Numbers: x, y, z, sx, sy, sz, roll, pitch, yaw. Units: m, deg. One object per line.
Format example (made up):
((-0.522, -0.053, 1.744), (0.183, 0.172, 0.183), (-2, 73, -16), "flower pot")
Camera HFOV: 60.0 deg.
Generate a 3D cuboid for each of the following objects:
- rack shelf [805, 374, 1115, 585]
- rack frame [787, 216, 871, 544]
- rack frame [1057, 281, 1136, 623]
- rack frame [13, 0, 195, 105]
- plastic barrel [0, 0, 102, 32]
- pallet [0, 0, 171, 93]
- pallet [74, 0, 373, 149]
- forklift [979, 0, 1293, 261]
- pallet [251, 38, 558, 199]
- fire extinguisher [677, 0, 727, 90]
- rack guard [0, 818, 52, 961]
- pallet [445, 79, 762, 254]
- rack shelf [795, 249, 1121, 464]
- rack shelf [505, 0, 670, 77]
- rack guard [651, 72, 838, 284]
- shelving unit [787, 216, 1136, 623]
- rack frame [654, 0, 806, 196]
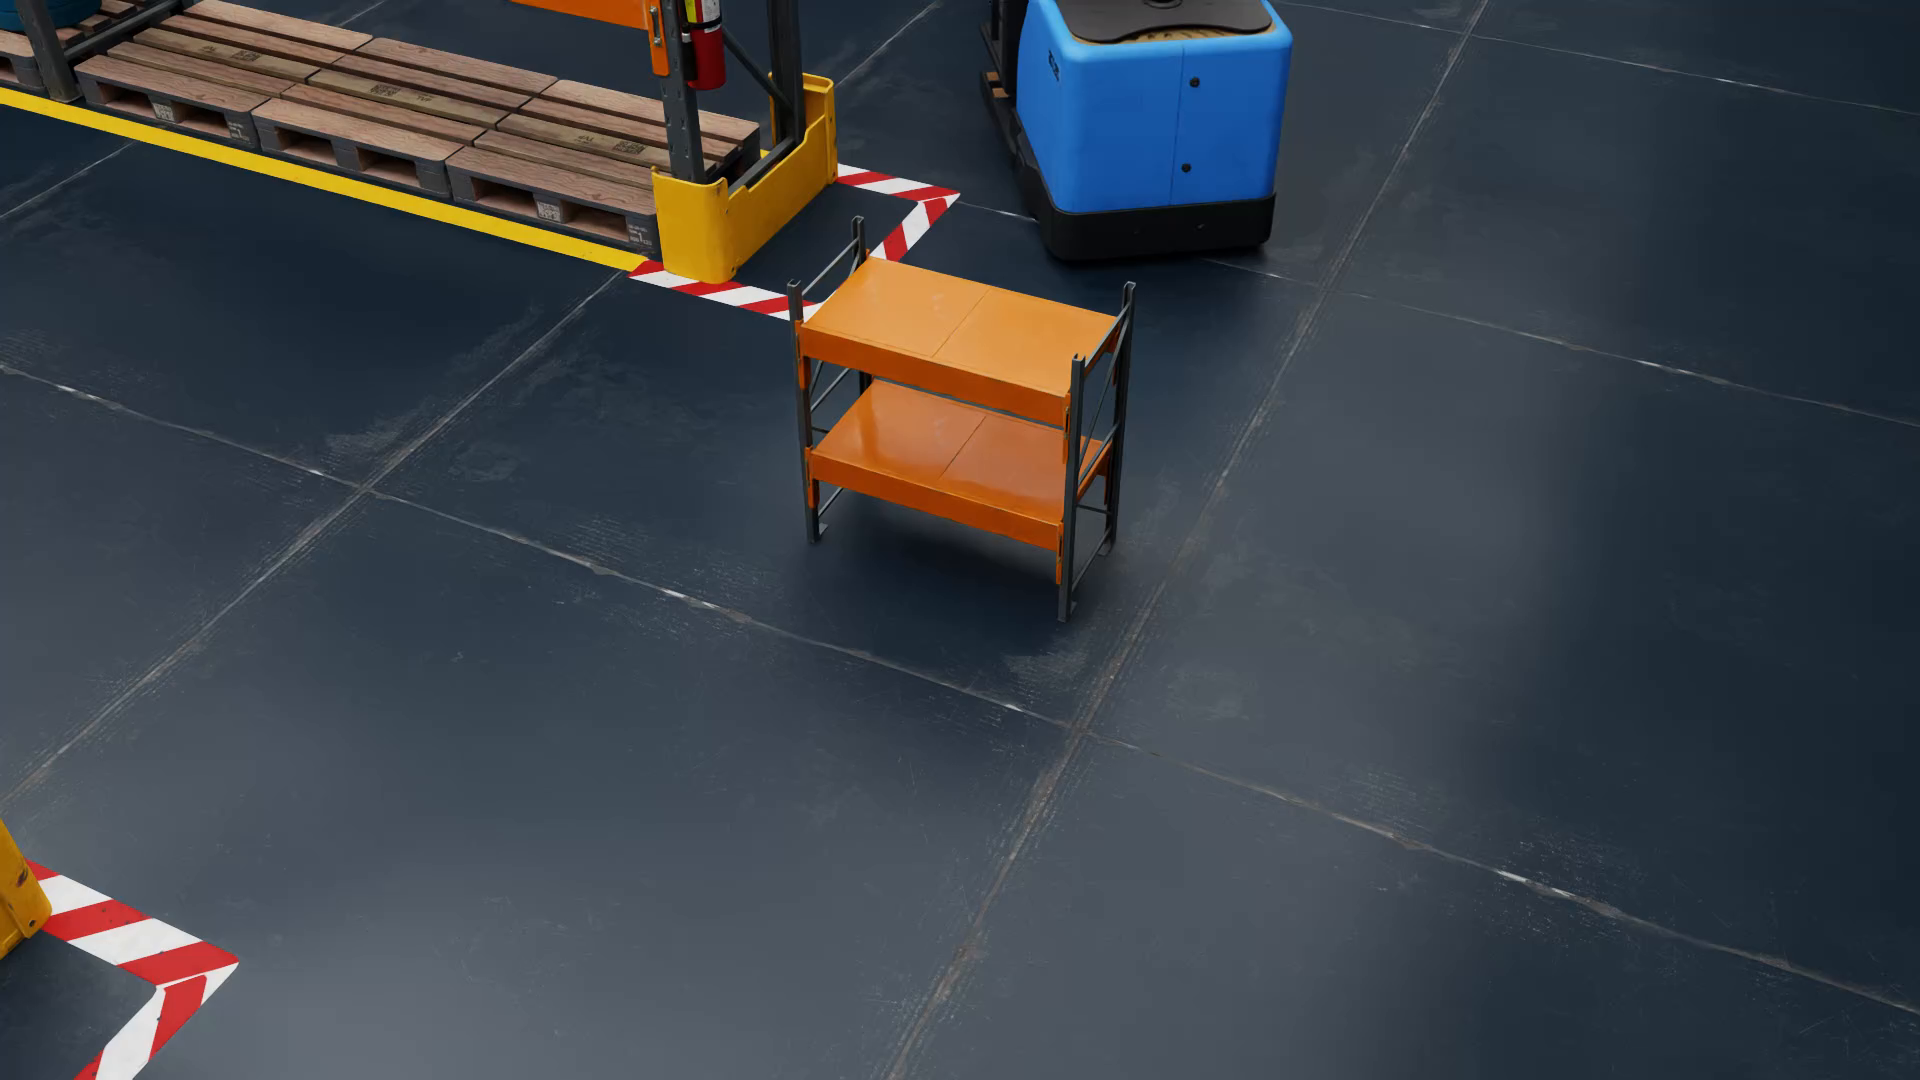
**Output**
((0.006, -0.238, 6.040), (1.000, 0.278, 0.538), (17, 44, 19), "rack shelf")
((-0.455, -0.564, 6.042), (0.032, 1.125, 0.500), (17, 44, 19), "rack frame")
((0.467, -0.282, 5.717), (0.032, 1.125, 0.500), (17, 44, 19), "rack frame")
((-4.645, -3.788, 8.330), (0.127, 3.000, 1.000), (17, 44, 19), "rack frame")
((-5.130, -3.314, 9.065), (0.708, 0.901, 0.600), (17, 44, 19), "plastic barrel")
((-5.326, -2.972, 9.518), (1.213, 0.211, 1.003), (17, 44, 19), "pallet")
((-3.962, -2.553, 9.035), (1.213, 0.211, 1.003), (17, 44, 19), "pallet")
((0.713, -3.356, 7.884), (1.130, 2.935, 3.031), (-6, 41, -7), "forklift")
((-2.852, -2.216, 8.646), (1.213, 0.211, 1.003), (17, 44, 19), "pallet")
((-1.075, -2.198, 6.840), (0.183, 0.674, 0.296), (17, 44, 19), "fire extinguisher")
((-3.092, 1.211, 4.471), (0.348, 0.500, 1.175), (17, 44, 19), "rack guard")
((-1.751, -1.878, 8.255), (1.213, 0.211, 1.003), (17, 44, 19), "pallet")
((0.006, -0.644, 5.688), (1.000, 0.278, 0.538), (17, 44, 19), "rack shelf")
((-2.832, -2.962, 7.926), (4.000, 0.370, 1.077), (17, 44, 19), "rack shelf")
((-0.992, -1.737, 7.872), (0.348, 0.500, 1.175), (17, 44, 19), "rack guard")
((0.006, -0.423, 5.879), (1.048, 1.125, 0.538), (17, 44, 19), "shelving unit")
((-1.020, -2.680, 7.052), (0.127, 3.000, 1.000), (17, 44, 19), "rack frame")
